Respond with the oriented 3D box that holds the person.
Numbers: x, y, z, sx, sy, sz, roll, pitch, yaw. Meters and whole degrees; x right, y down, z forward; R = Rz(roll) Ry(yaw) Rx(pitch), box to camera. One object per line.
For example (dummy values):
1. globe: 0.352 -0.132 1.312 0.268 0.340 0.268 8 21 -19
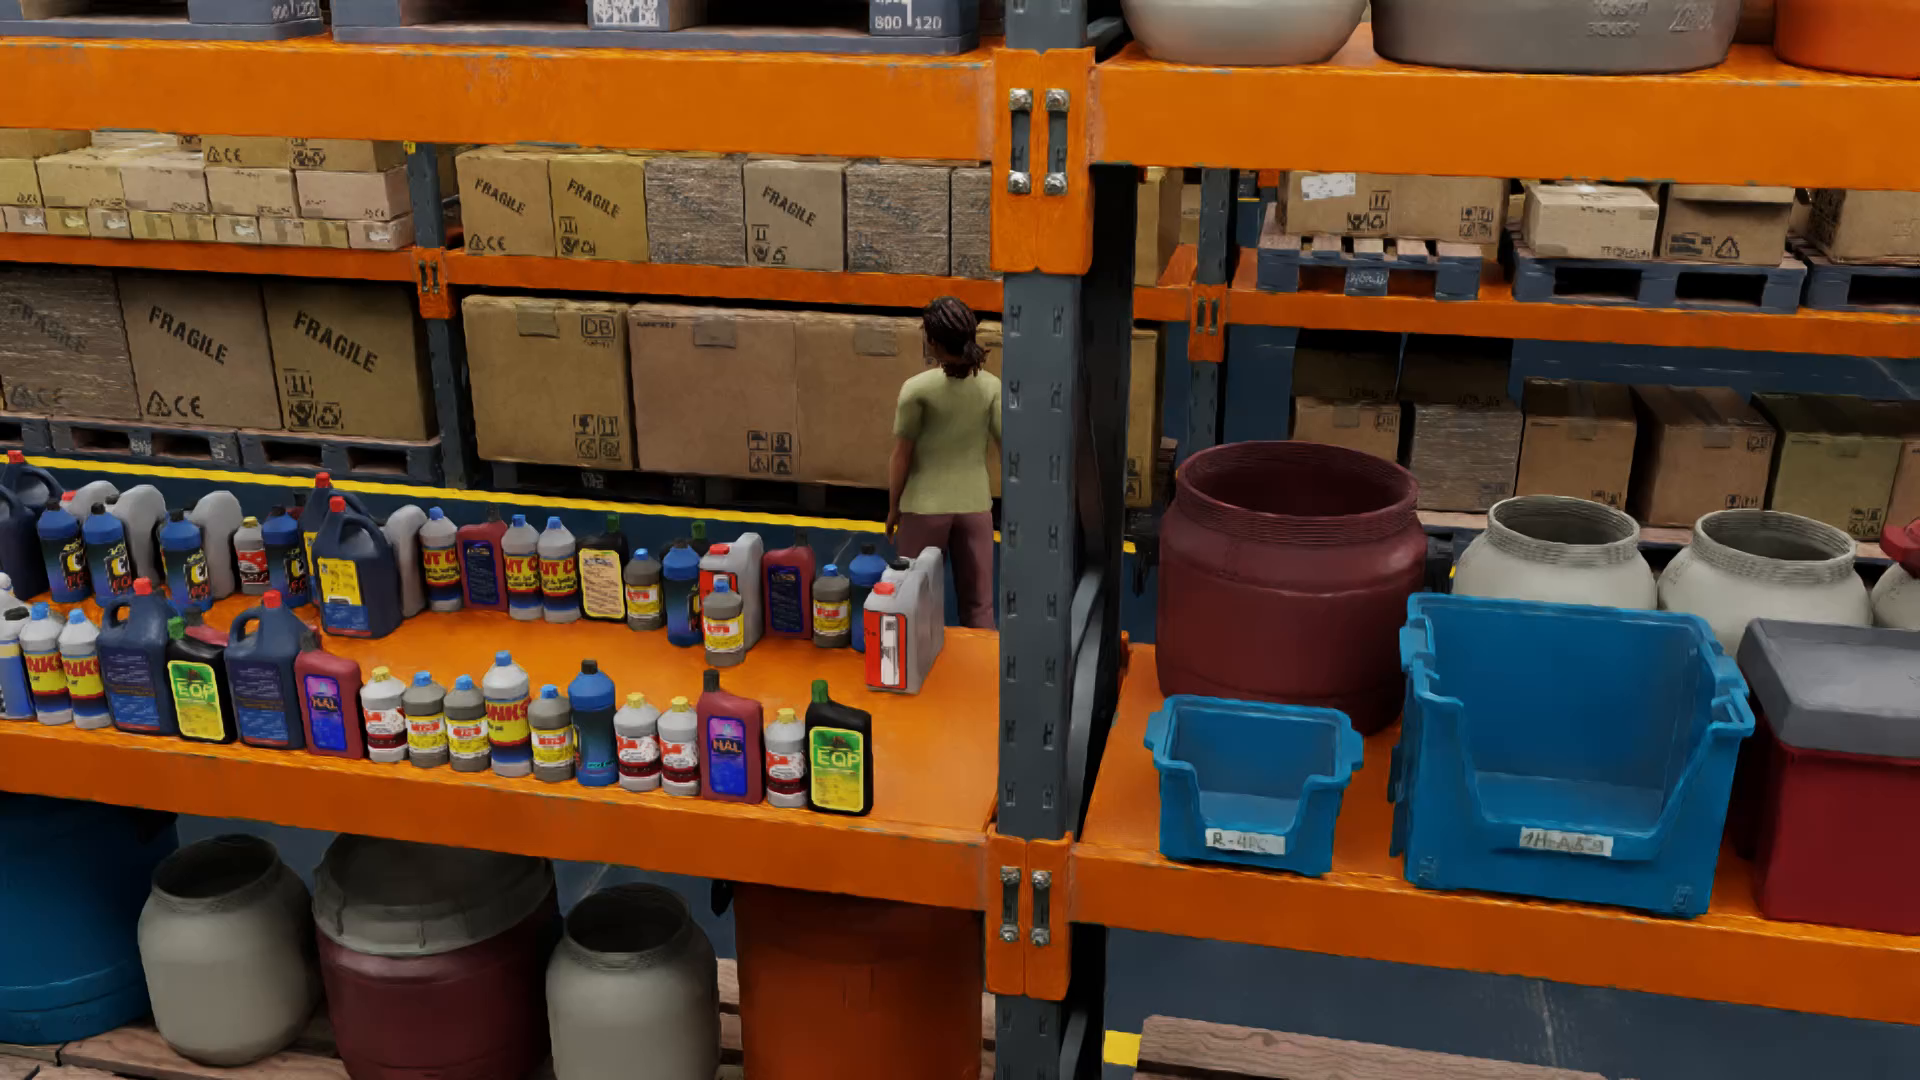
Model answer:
1. person: -0.041 -0.117 6.323 0.520 1.678 0.491 -6 23 -16
